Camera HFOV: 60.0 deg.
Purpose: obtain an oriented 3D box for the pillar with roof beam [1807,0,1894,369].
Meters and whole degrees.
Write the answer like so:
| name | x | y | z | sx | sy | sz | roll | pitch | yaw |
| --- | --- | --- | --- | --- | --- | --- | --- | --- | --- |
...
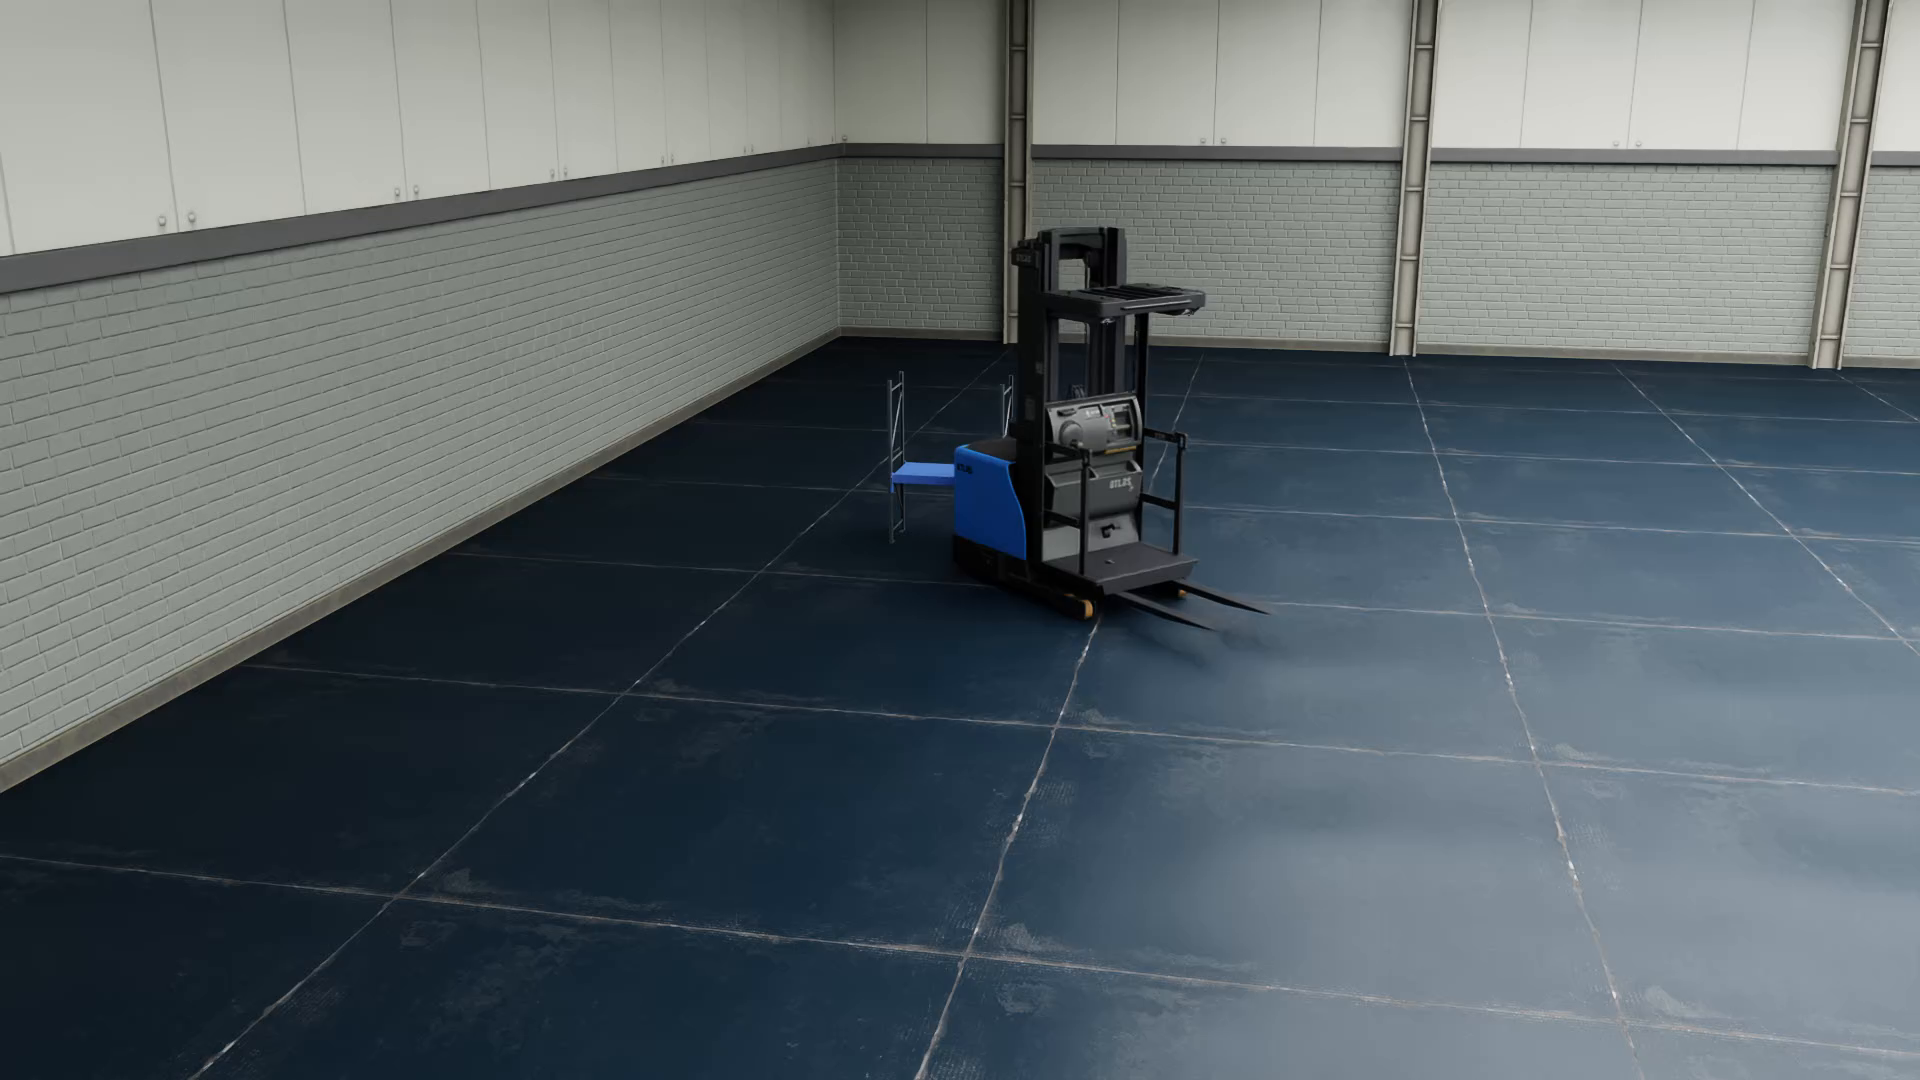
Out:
| name | x | y | z | sx | sy | sz | roll | pitch | yaw |
| --- | --- | --- | --- | --- | --- | --- | --- | --- | --- |
| pillar with roof beam | 11.816 | -5.746 | 19.137 | 0.400 | 9.000 | 9.100 | 3 | 16 | 11 |

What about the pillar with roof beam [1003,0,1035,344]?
| name | x | y | z | sx | sy | sz | roll | pitch | yaw |
| --- | --- | --- | --- | --- | --- | --- | --- | --- | --- |
| pillar with roof beam | 0.056 | -6.384 | 21.441 | 0.400 | 9.000 | 9.100 | 3 | 16 | 11 |

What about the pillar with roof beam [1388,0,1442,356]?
| name | x | y | z | sx | sy | sz | roll | pitch | yaw |
| --- | --- | --- | --- | --- | --- | --- | --- | --- | --- |
| pillar with roof beam | 5.936 | -6.065 | 20.289 | 0.400 | 9.000 | 9.100 | 3 | 16 | 11 |

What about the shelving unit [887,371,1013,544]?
| name | x | y | z | sx | sy | sz | roll | pitch | yaw |
| --- | --- | --- | --- | --- | --- | --- | --- | --- | --- |
| shelving unit | -0.084 | -0.727 | 15.066 | 1.048 | 1.500 | 0.538 | 3 | 16 | 11 |

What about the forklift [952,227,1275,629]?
| name | x | y | z | sx | sy | sz | roll | pitch | yaw |
| --- | --- | --- | --- | --- | --- | --- | --- | --- | --- |
| forklift | 1.204 | -0.932 | 13.126 | 1.130 | 2.935 | 3.031 | -11 | 19 | -34 |

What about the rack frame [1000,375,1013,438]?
| name | x | y | z | sx | sy | sz | roll | pitch | yaw |
| --- | --- | --- | --- | --- | --- | --- | --- | --- | --- |
| rack frame | 0.415 | -0.700 | 14.969 | 0.032 | 1.500 | 0.500 | 3 | 16 | 11 |

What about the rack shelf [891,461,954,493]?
| name | x | y | z | sx | sy | sz | roll | pitch | yaw |
| --- | --- | --- | --- | --- | --- | --- | --- | --- | --- |
| rack shelf | -0.084 | -0.554 | 15.114 | 1.000 | 0.185 | 0.538 | 3 | 16 | 11 |

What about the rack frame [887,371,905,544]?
| name | x | y | z | sx | sy | sz | roll | pitch | yaw |
| --- | --- | --- | --- | --- | --- | --- | --- | --- | --- |
| rack frame | -0.582 | -0.754 | 15.164 | 0.032 | 1.500 | 0.500 | 3 | 16 | 11 |
